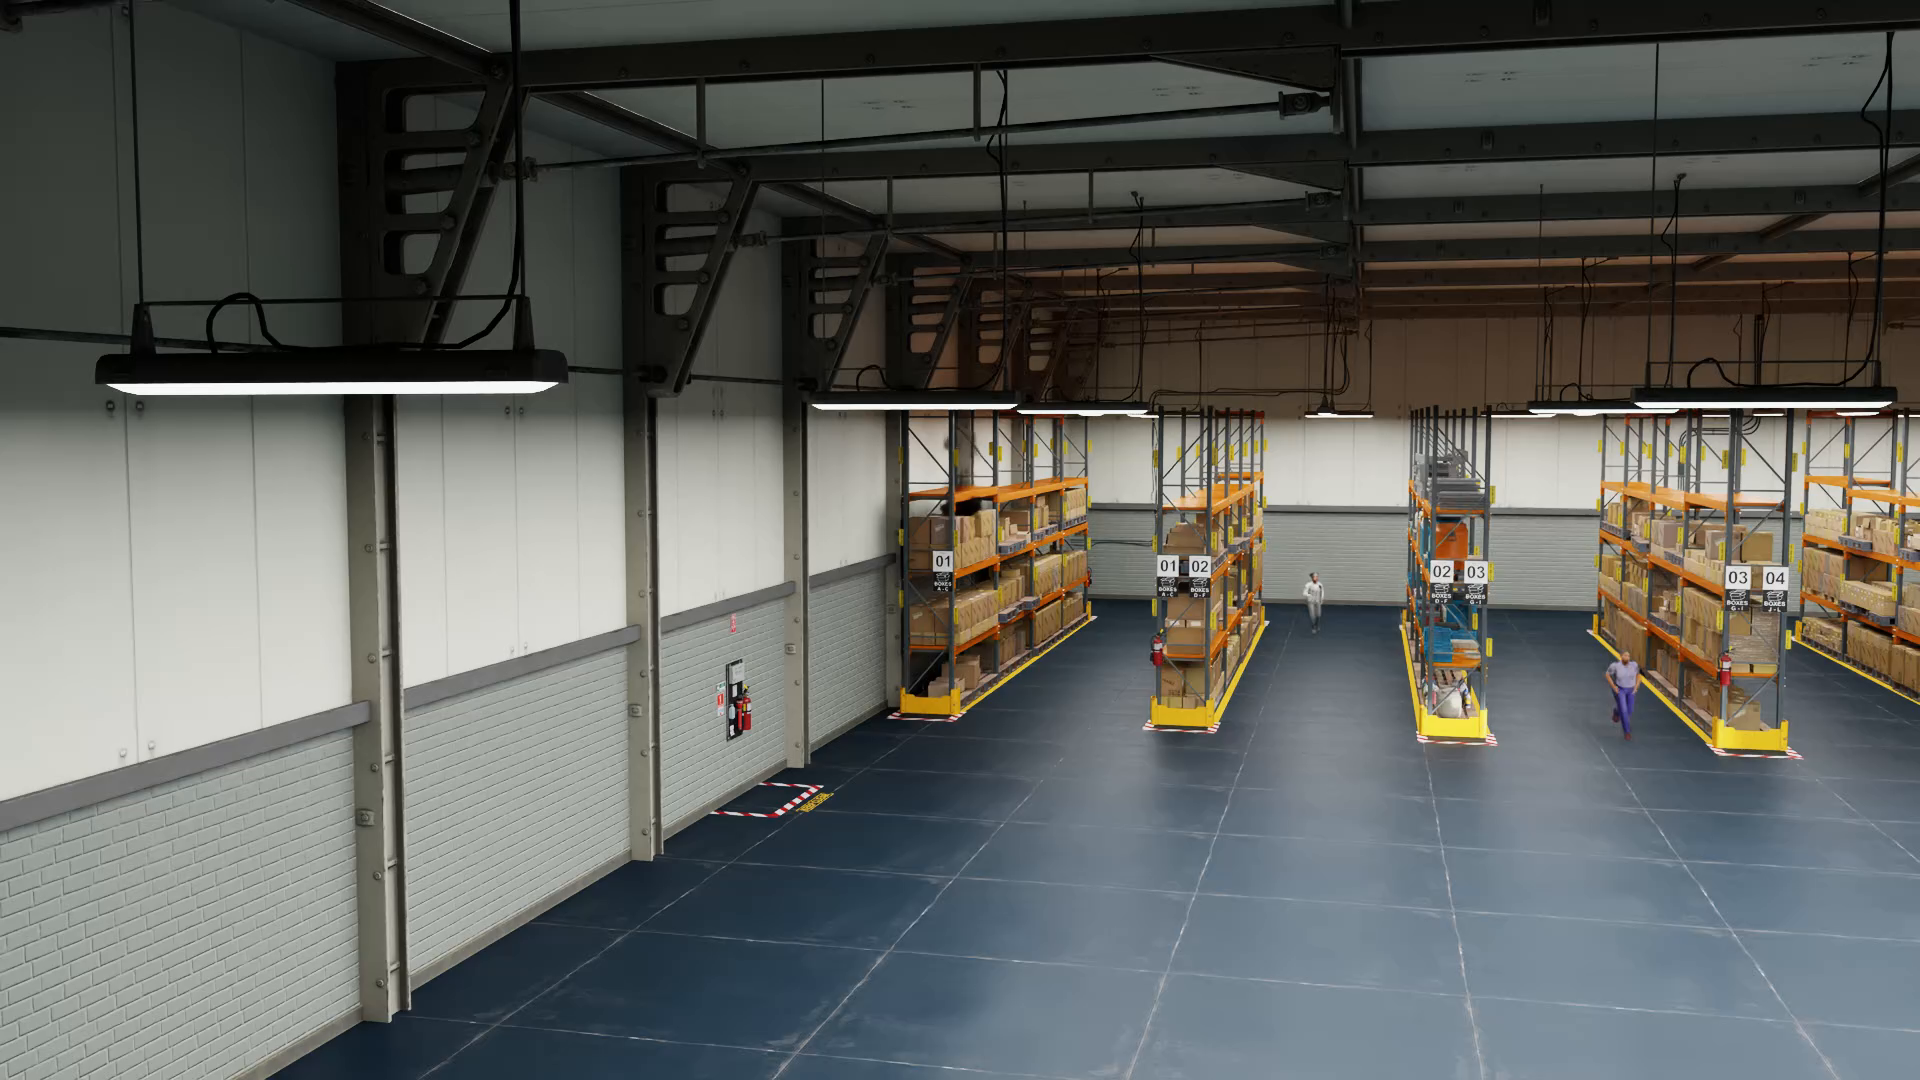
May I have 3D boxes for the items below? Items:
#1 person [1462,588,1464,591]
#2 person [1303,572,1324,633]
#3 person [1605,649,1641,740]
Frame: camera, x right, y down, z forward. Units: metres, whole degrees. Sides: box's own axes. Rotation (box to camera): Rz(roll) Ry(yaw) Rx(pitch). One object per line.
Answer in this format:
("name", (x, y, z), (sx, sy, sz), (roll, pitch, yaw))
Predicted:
("person", (13.945, 1.601, 46.071), (0.787, 1.607, 0.562), (4, 6, 44))
("person", (9.532, 1.688, 44.697), (0.593, 1.661, 0.546), (0, 4, -2))
("person", (12.031, 2.780, 30.218), (0.609, 1.645, 0.895), (0, 4, -1))
